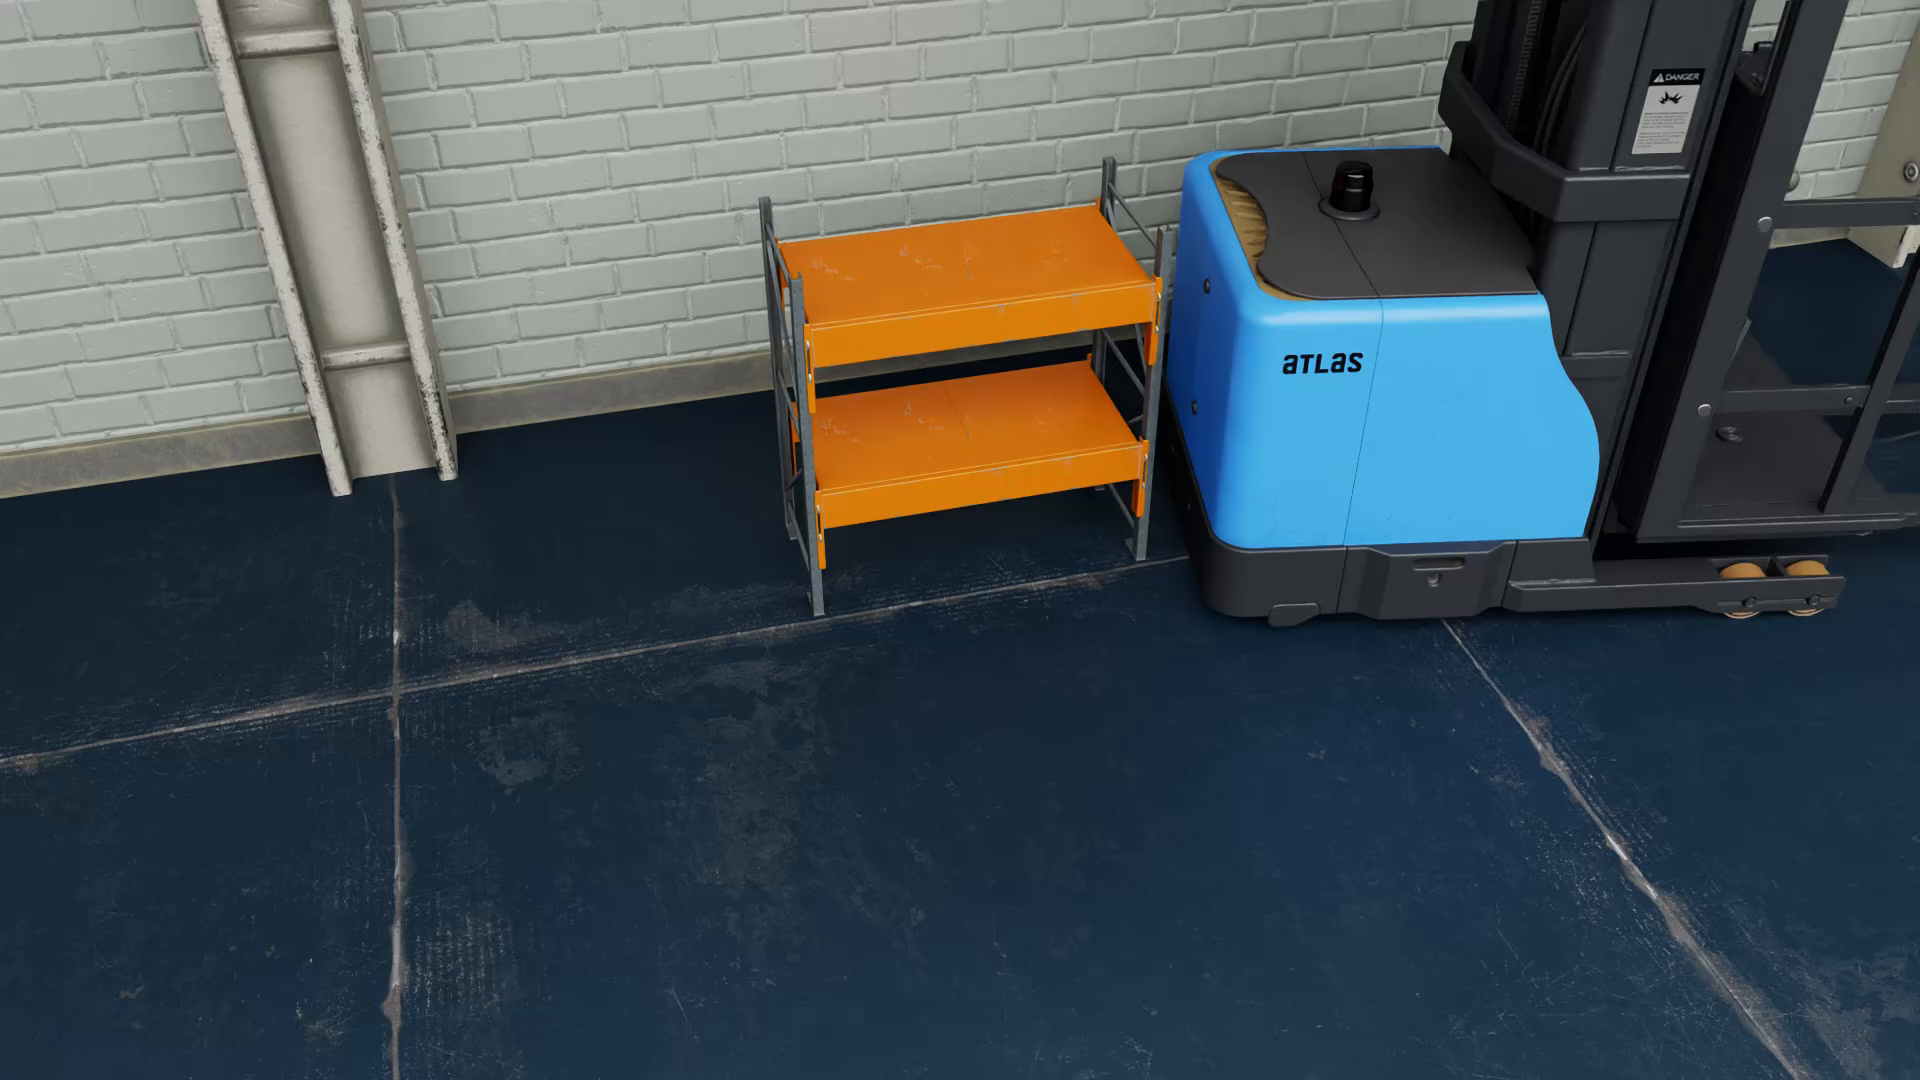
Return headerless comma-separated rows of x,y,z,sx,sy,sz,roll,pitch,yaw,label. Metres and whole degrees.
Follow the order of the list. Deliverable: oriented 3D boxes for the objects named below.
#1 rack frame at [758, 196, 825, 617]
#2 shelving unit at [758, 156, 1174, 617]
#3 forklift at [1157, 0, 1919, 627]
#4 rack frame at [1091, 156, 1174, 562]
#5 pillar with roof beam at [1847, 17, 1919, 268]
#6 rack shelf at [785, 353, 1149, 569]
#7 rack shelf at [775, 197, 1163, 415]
-0.484,-0.367,4.804,0.032,1.125,0.500,-9,38,-12,rack frame
0.007,-0.448,4.910,1.048,1.125,0.538,-9,38,-12,shelving unit
2.199,-1.252,4.474,3.031,2.935,1.130,-2,37,-3,forklift
0.497,-0.528,5.015,0.032,1.125,0.500,-9,38,-12,rack frame
5.017,-2.263,0.802,0.400,9.000,9.100,-9,38,-12,pillar with roof beam
0.007,-0.254,5.058,1.000,0.278,0.538,-9,38,-12,rack shelf
0.007,-0.680,4.732,1.000,0.278,0.538,-9,38,-12,rack shelf
